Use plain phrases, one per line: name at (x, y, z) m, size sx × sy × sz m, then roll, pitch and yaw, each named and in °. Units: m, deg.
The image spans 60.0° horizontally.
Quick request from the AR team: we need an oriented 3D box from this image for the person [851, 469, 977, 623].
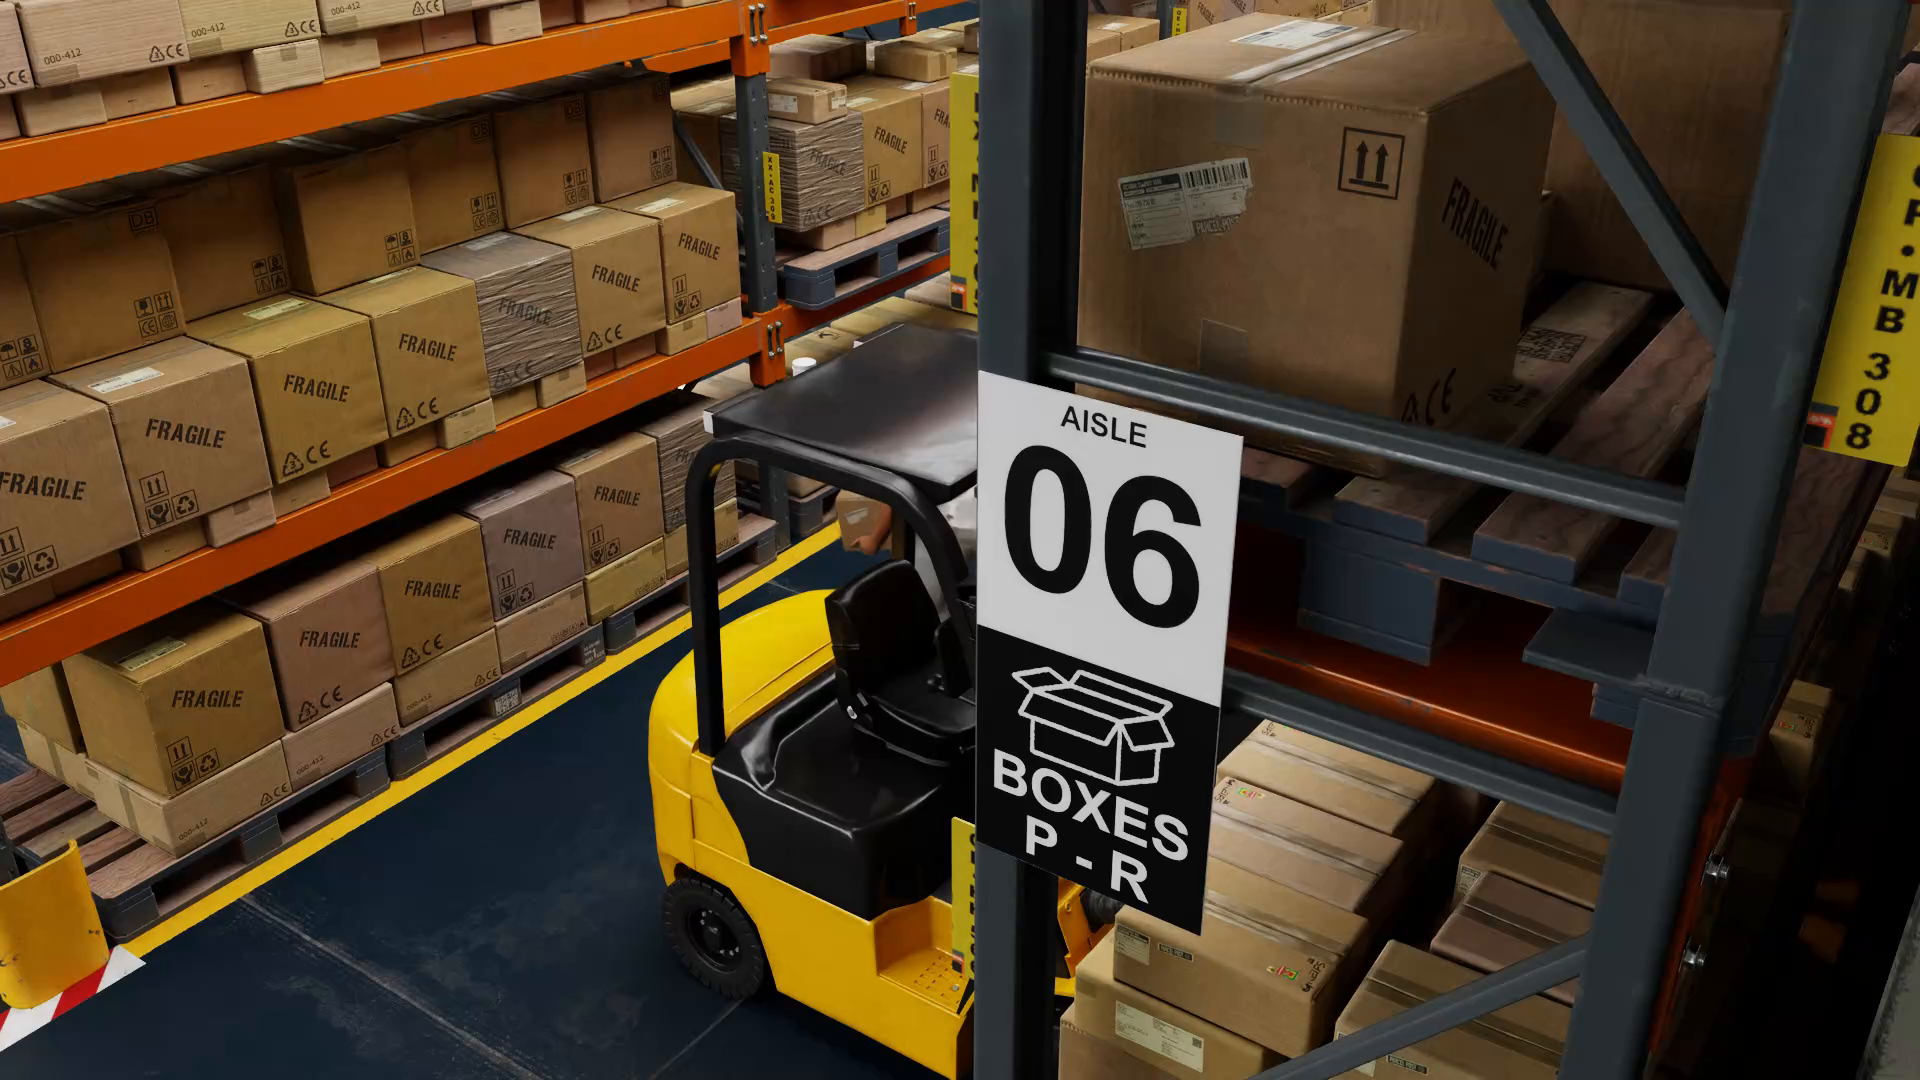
person at (-0.161, -0.066, 7.177) m, size 0.599 × 1.624 × 0.453 m, roll 2°, pitch 27°, yaw 4°
